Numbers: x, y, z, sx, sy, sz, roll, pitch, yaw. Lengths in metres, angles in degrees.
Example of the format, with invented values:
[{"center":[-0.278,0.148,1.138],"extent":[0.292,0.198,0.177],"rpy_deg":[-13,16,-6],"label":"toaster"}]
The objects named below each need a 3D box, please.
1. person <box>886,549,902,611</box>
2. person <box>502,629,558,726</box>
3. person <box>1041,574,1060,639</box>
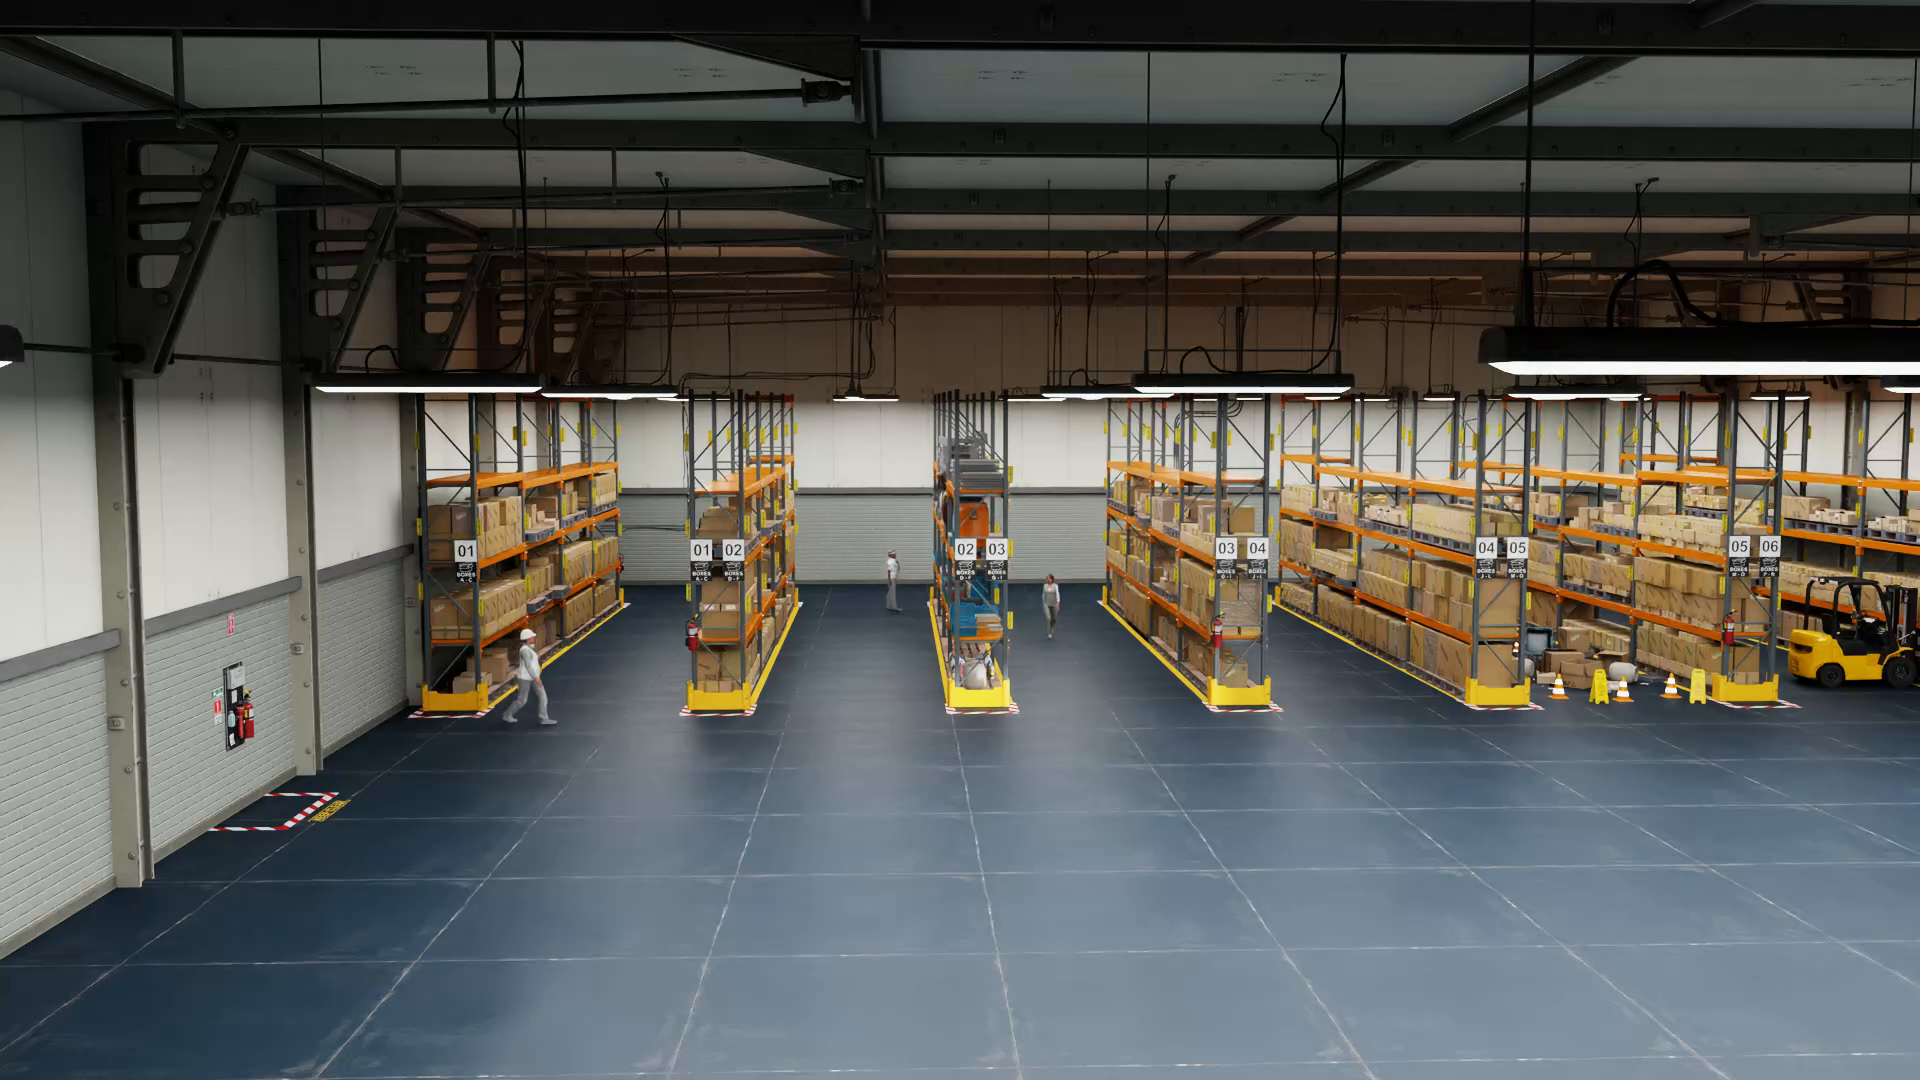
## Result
[{"center":[-1.825,1.108,46.333],"extent":[0.501,1.704,0.469],"rpy_deg":[1,5,14],"label":"person"},{"center":[-7.683,2.453,29.604],"extent":[0.967,1.738,0.489],"rpy_deg":[1,5,15],"label":"person"},{"center":[2.209,1.611,40.766],"extent":[0.446,1.556,0.699],"rpy_deg":[-1,5,-9],"label":"person"}]
